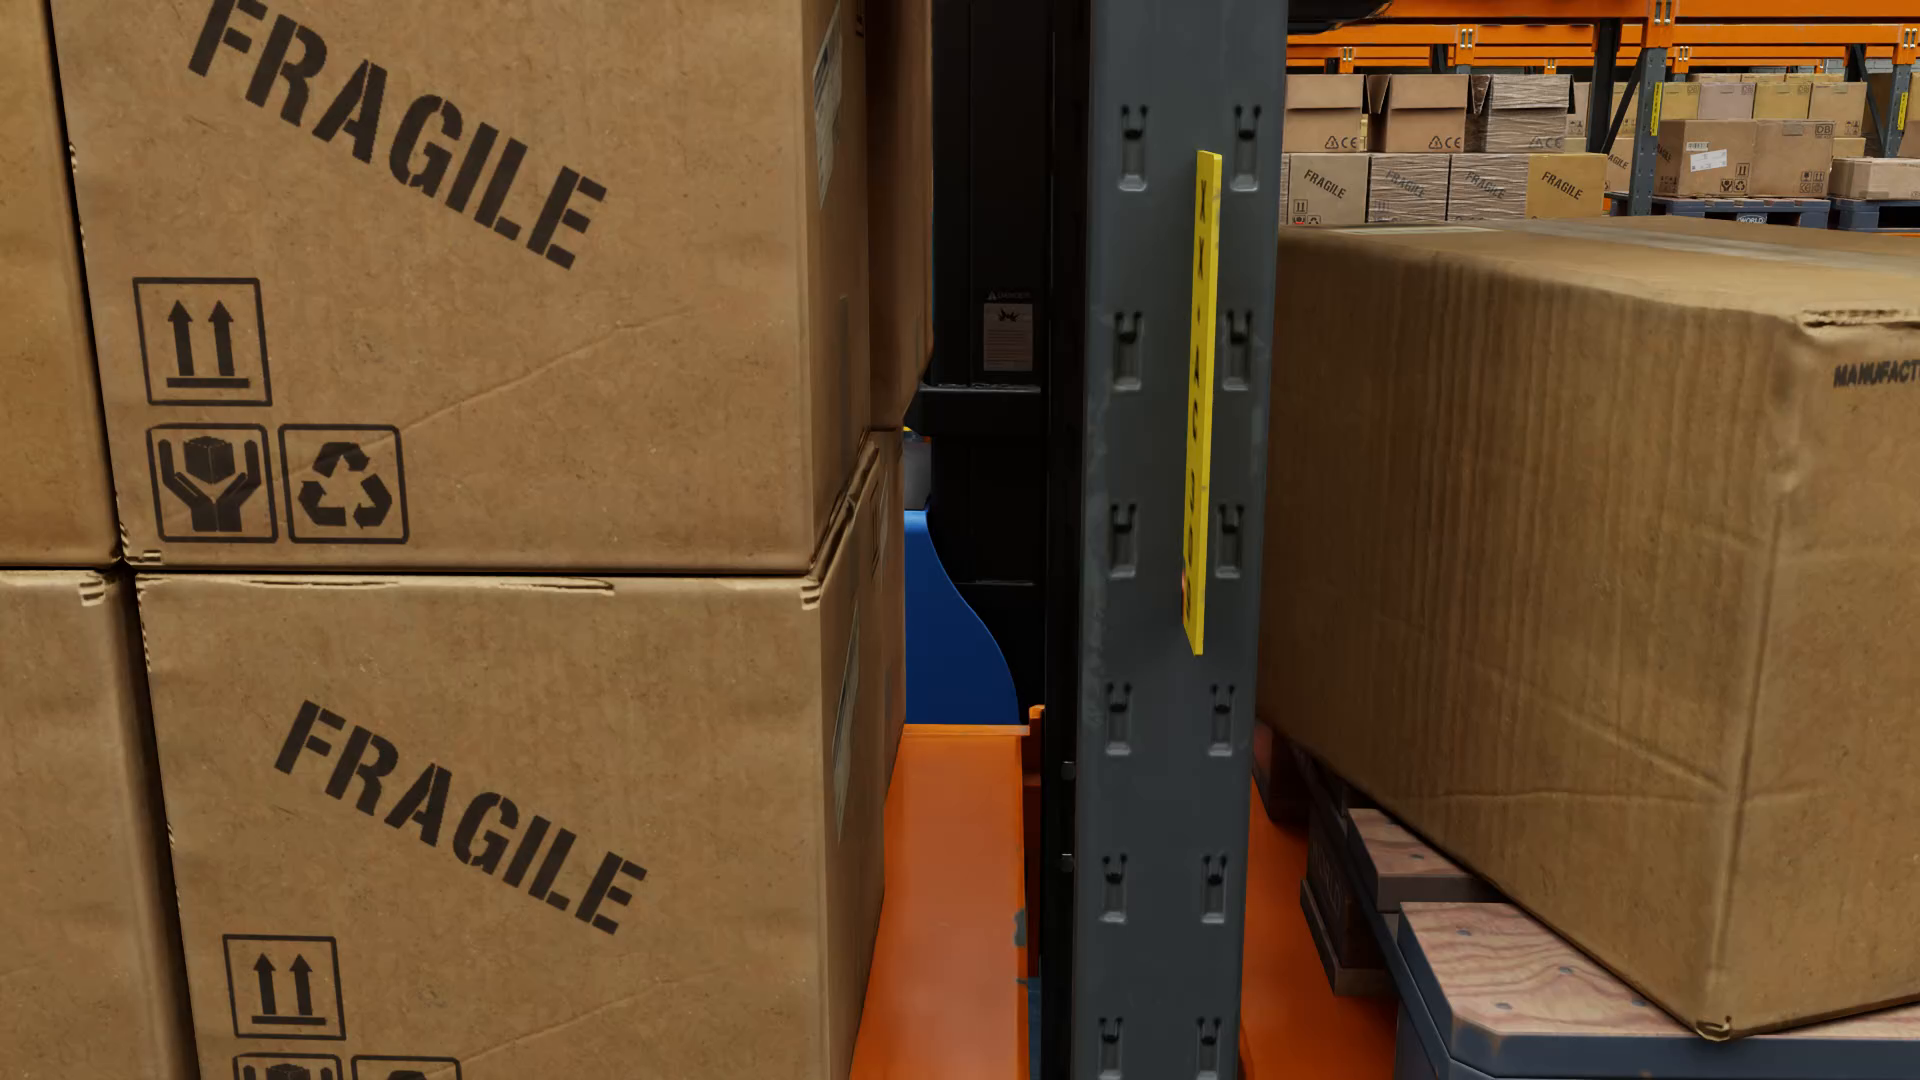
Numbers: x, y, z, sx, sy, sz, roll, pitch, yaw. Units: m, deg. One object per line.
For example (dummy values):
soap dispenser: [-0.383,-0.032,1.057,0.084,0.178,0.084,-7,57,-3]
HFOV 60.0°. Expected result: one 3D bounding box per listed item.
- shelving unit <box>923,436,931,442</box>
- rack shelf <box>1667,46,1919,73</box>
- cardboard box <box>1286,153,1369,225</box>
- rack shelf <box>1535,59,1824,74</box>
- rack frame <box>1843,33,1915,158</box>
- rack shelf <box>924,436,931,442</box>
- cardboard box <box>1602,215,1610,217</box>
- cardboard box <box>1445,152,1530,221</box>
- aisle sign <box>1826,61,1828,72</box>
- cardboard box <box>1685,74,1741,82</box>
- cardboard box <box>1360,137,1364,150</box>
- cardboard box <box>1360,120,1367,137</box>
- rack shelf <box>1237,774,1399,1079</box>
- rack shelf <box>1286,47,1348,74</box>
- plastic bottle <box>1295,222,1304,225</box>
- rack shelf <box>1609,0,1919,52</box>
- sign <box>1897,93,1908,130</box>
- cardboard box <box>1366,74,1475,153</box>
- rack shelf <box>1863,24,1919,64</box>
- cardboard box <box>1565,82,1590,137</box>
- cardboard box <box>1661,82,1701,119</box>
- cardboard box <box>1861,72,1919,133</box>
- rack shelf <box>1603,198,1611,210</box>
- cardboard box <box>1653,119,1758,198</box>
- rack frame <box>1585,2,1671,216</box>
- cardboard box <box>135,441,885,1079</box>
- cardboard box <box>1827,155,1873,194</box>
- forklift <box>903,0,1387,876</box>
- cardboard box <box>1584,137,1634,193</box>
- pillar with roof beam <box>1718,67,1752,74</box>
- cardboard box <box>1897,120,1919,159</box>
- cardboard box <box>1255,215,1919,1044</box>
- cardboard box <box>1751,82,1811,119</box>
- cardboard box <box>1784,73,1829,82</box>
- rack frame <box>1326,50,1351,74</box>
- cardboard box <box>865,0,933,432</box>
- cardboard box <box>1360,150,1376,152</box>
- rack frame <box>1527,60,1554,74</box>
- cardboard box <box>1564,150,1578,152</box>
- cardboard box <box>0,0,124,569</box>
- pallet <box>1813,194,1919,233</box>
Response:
shelving unit: [-0.054,-0.508,8.207,0.252,1.050,0.215,0,15,1]
rack shelf: [10.672,-5.902,20.361,4.000,0.370,1.077,0,15,1]
cardboard box: [2.396,-2.311,11.022,0.500,0.500,0.500,1,15,2]
rack shelf: [10.795,-7.168,25.159,4.000,0.370,1.077,0,15,1]
rack frame: [8.648,-3.550,15.914,0.127,3.000,1.000,0,15,1]
rack shelf: [-0.054,-0.498,8.210,0.240,0.259,0.215,0,15,1]
cardboard box: [9.779,-4.865,25.467,0.500,0.250,0.500,0,15,0]
cardboard box: [3.423,-2.305,10.999,0.500,0.500,0.500,0,15,1]
aisle sign: [12.853,-7.234,24.784,0.004,0.787,0.394,0,15,1]
cardboard box: [9.107,-5.430,20.303,0.500,0.500,0.700,0,15,1]
cardboard box: [3.614,-3.691,15.535,0.250,0.149,0.380,1,15,3]
cardboard box: [3.634,-3.835,15.499,0.250,0.149,0.380,1,15,3]
rack shelf: [2.165,0.550,1.787,4.000,0.370,1.077,0,15,1]
rack shelf: [2.675,-5.954,20.559,4.000,0.370,1.077,0,15,1]
plastic bottle: [1.408,-1.127,6.828,0.185,0.351,0.144,0,15,1]
rack shelf: [6.421,-3.401,10.881,4.000,0.370,1.077,0,15,1]
sign: [8.644,-3.933,15.252,0.005,0.325,0.100,0,15,1]
cardboard box: [3.039,-2.859,11.133,0.637,0.503,0.797,1,15,3]
rack shelf: [10.647,-4.639,15.574,4.000,0.370,1.077,0,15,1]
cardboard box: [5.603,-4.099,15.841,0.500,0.500,0.700,0,15,1]
cardboard box: [6.627,-4.093,15.818,0.500,0.500,0.700,0,15,1]
cardboard box: [9.016,-4.133,15.715,0.550,0.550,0.875,0,15,1]
rack shelf: [6.648,-3.215,16.056,4.000,0.370,1.077,0,15,1]
cardboard box: [4.962,-2.570,11.180,0.500,0.500,0.500,-1,15,-5]
rack frame: [4.421,-2.312,11.221,0.127,3.000,1.000,0,15,1]
cardboard box: [-0.340,0.203,1.496,0.500,0.500,0.500,1,15,2]
cardboard box: [6.095,-2.508,11.405,0.258,0.266,0.396,0,15,0]
forklift: [0.665,-0.555,4.699,3.031,2.935,1.130,1,15,5]
cardboard box: [6.103,-3.546,15.706,0.500,0.500,0.500,0,15,1]
pillar with roof beam: [12.012,-8.090,21.363,0.400,9.000,9.100,0,15,1]
cardboard box: [6.685,-2.526,11.009,0.637,0.503,0.797,2,15,7]
cardboard box: [0.634,-0.003,1.451,0.500,0.500,0.700,-5,16,-17]
cardboard box: [7.637,-4.086,15.791,0.500,0.500,0.700,0,15,0]
cardboard box: [10.119,-5.411,20.231,0.500,0.500,0.700,0,15,0]
rack frame: [4.674,-4.839,20.800,0.127,3.000,1.000,0,15,1]
cardboard box: [-0.298,-0.418,1.888,0.500,0.500,0.500,1,15,3]
cardboard box: [2.914,-2.438,11.503,0.500,0.500,0.500,0,15,0]
rack frame: [8.796,-6.079,25.500,0.127,3.000,1.000,0,15,1]
cardboard box: [3.942,-2.432,11.484,0.500,0.500,0.500,1,15,3]
cardboard box: [-0.859,-0.283,1.377,0.500,0.500,0.500,0,15,0]
pallet: [6.401,-2.216,11.236,1.213,0.211,1.003,0,15,1]
